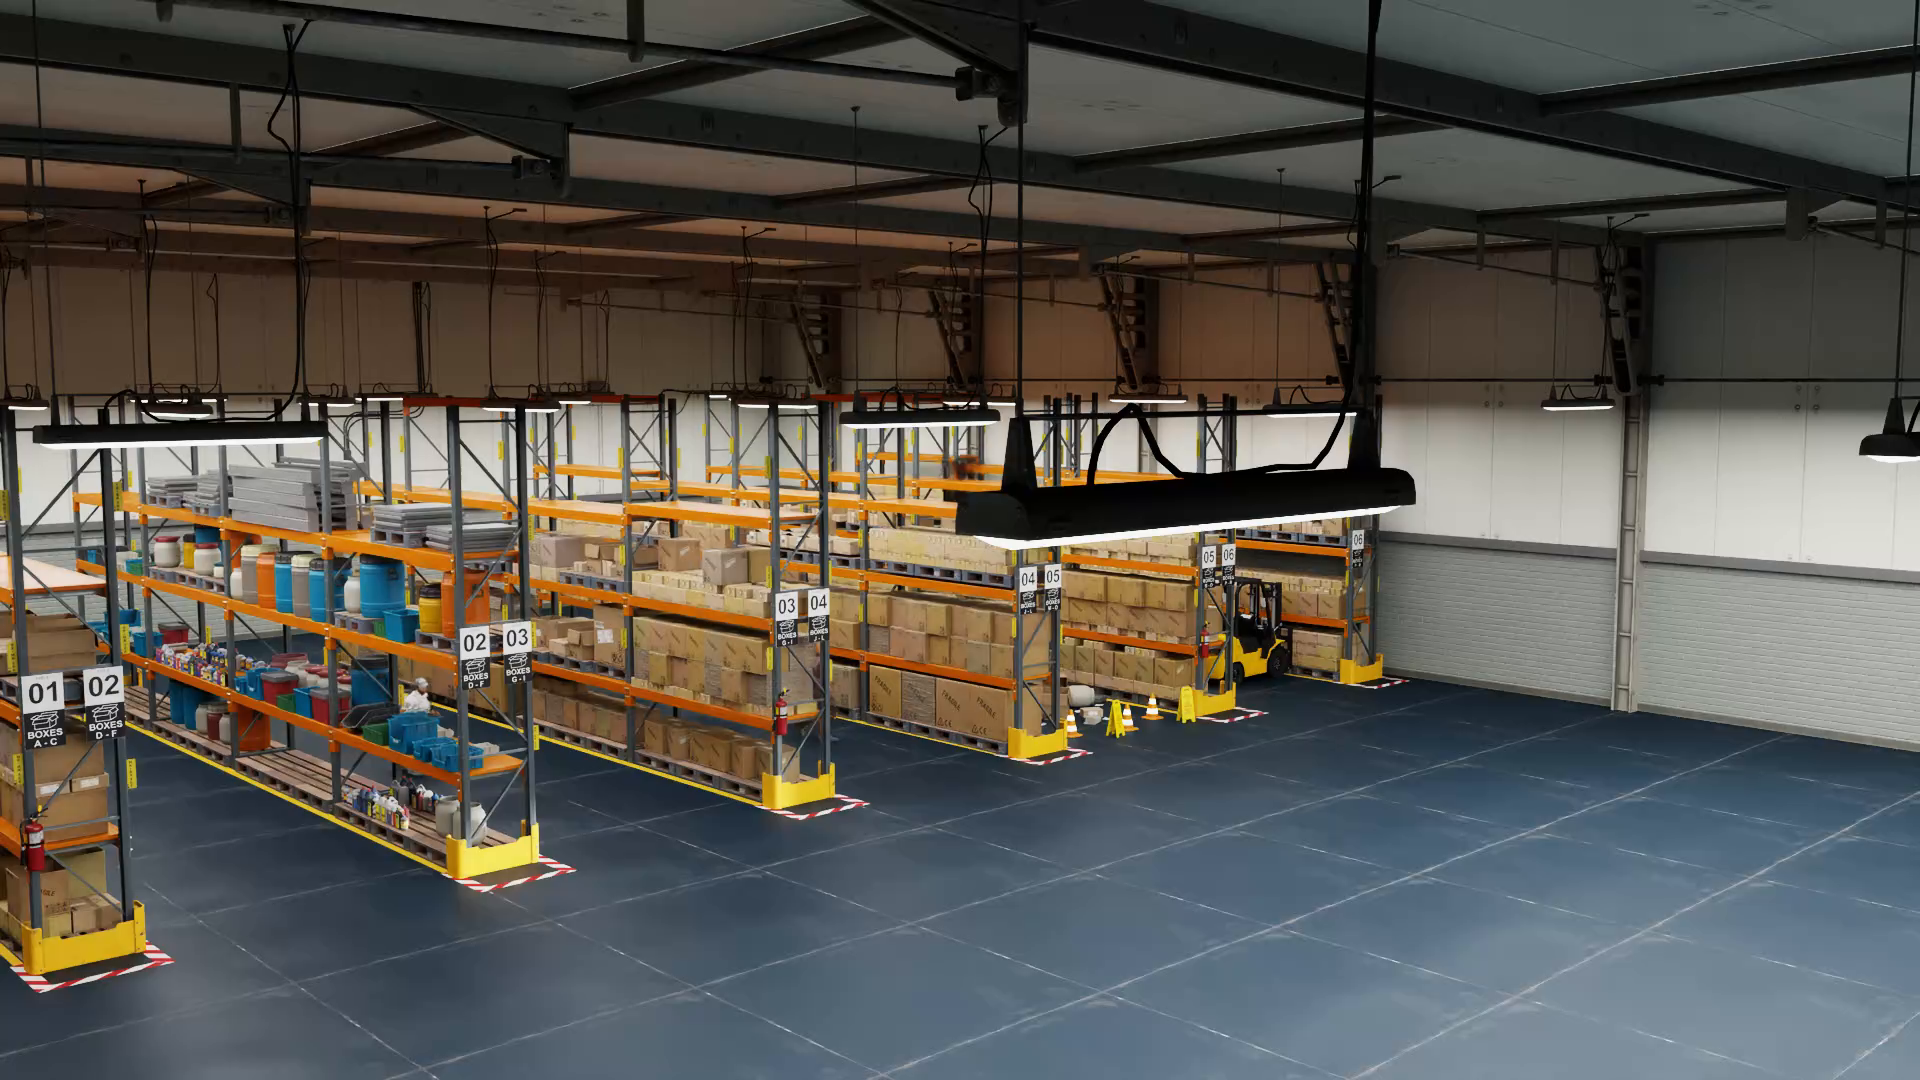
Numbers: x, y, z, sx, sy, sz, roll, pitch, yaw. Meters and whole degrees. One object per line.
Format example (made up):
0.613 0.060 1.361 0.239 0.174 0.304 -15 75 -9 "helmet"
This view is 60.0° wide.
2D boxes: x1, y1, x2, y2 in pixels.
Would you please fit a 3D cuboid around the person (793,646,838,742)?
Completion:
-2.531 2.659 29.133 0.859 1.733 0.708 3 6 27 "person"

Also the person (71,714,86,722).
-13.170 3.059 24.828 0.834 1.811 0.651 5 7 41 "person"

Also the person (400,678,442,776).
-8.713 2.984 26.719 0.772 1.607 0.654 0 6 -4 "person"
